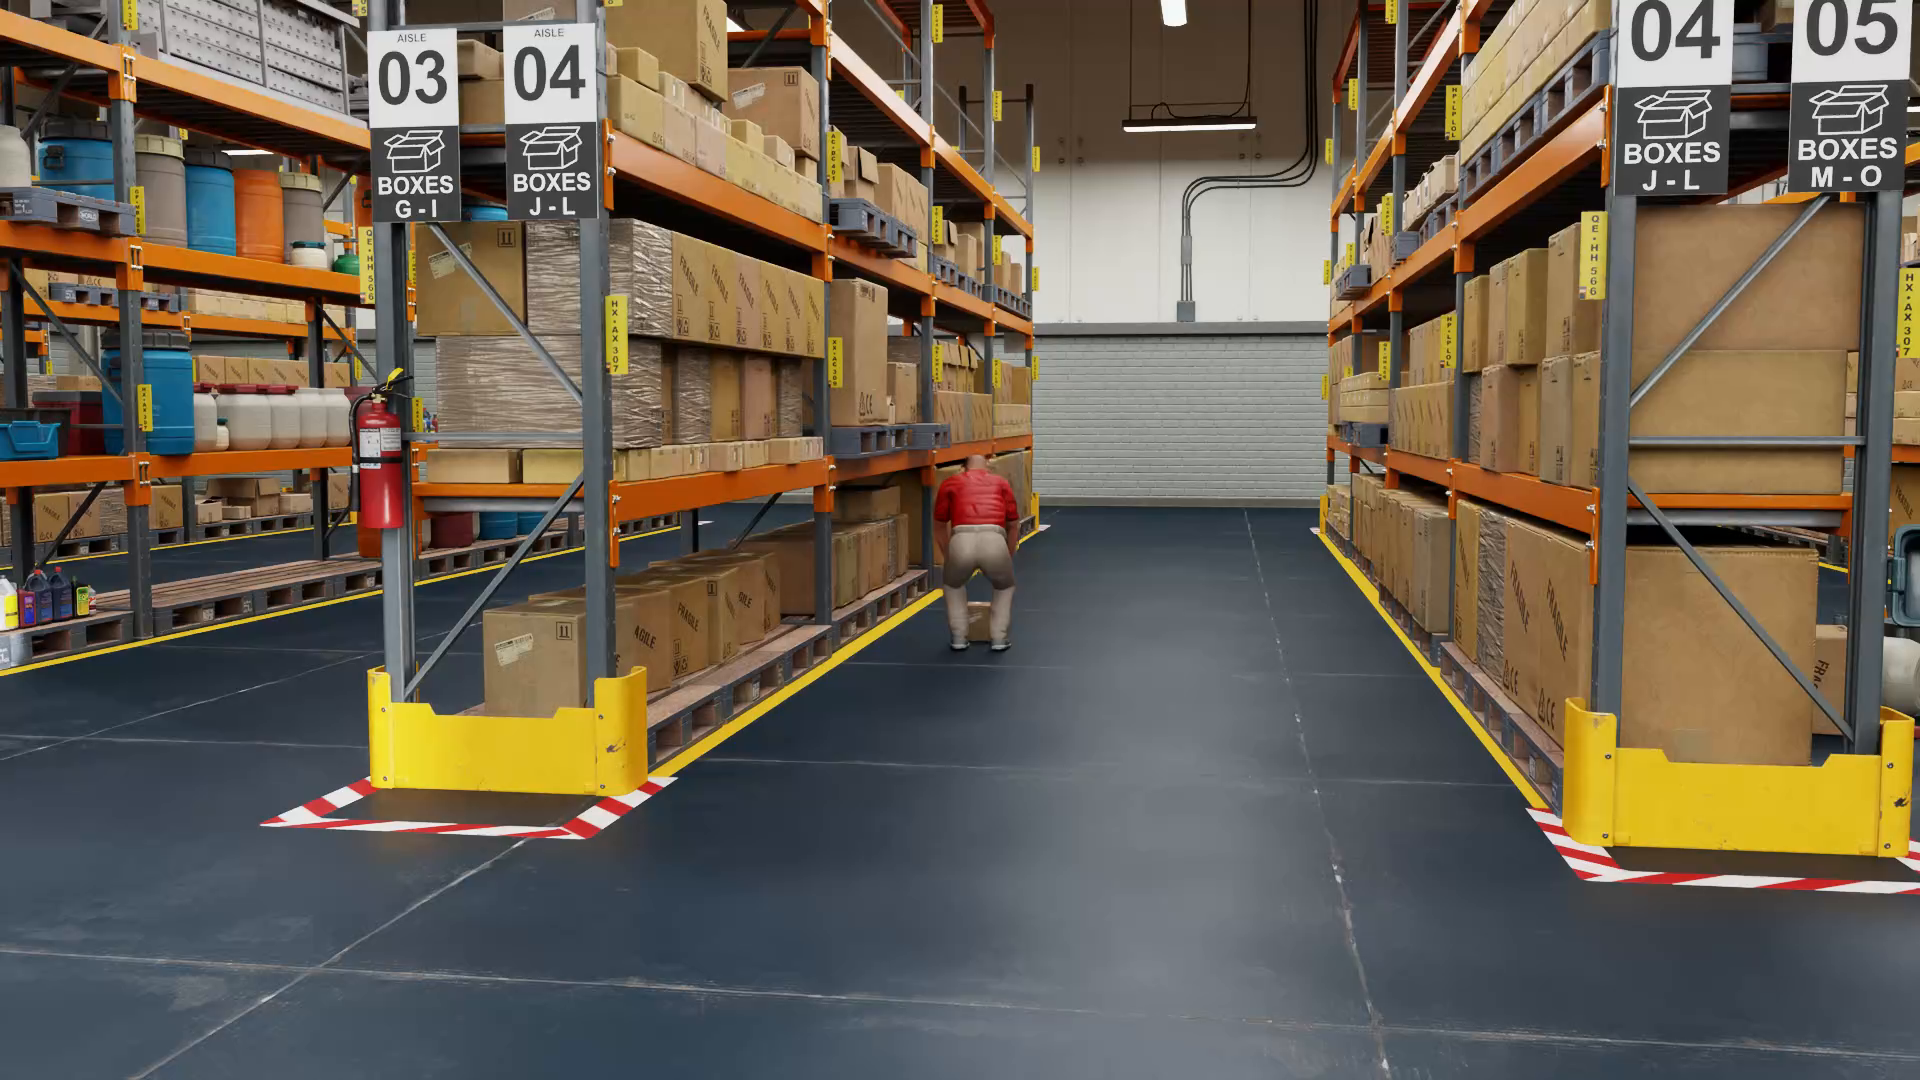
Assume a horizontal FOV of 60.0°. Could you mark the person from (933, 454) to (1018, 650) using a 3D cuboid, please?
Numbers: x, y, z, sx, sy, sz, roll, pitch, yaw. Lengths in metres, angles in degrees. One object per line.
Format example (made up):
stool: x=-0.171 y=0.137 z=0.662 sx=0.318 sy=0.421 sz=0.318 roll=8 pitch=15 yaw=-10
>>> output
person: x=0.098 y=0.082 z=11.383 sx=0.589 sy=1.319 sz=0.756 roll=0 pitch=4 yaw=5
